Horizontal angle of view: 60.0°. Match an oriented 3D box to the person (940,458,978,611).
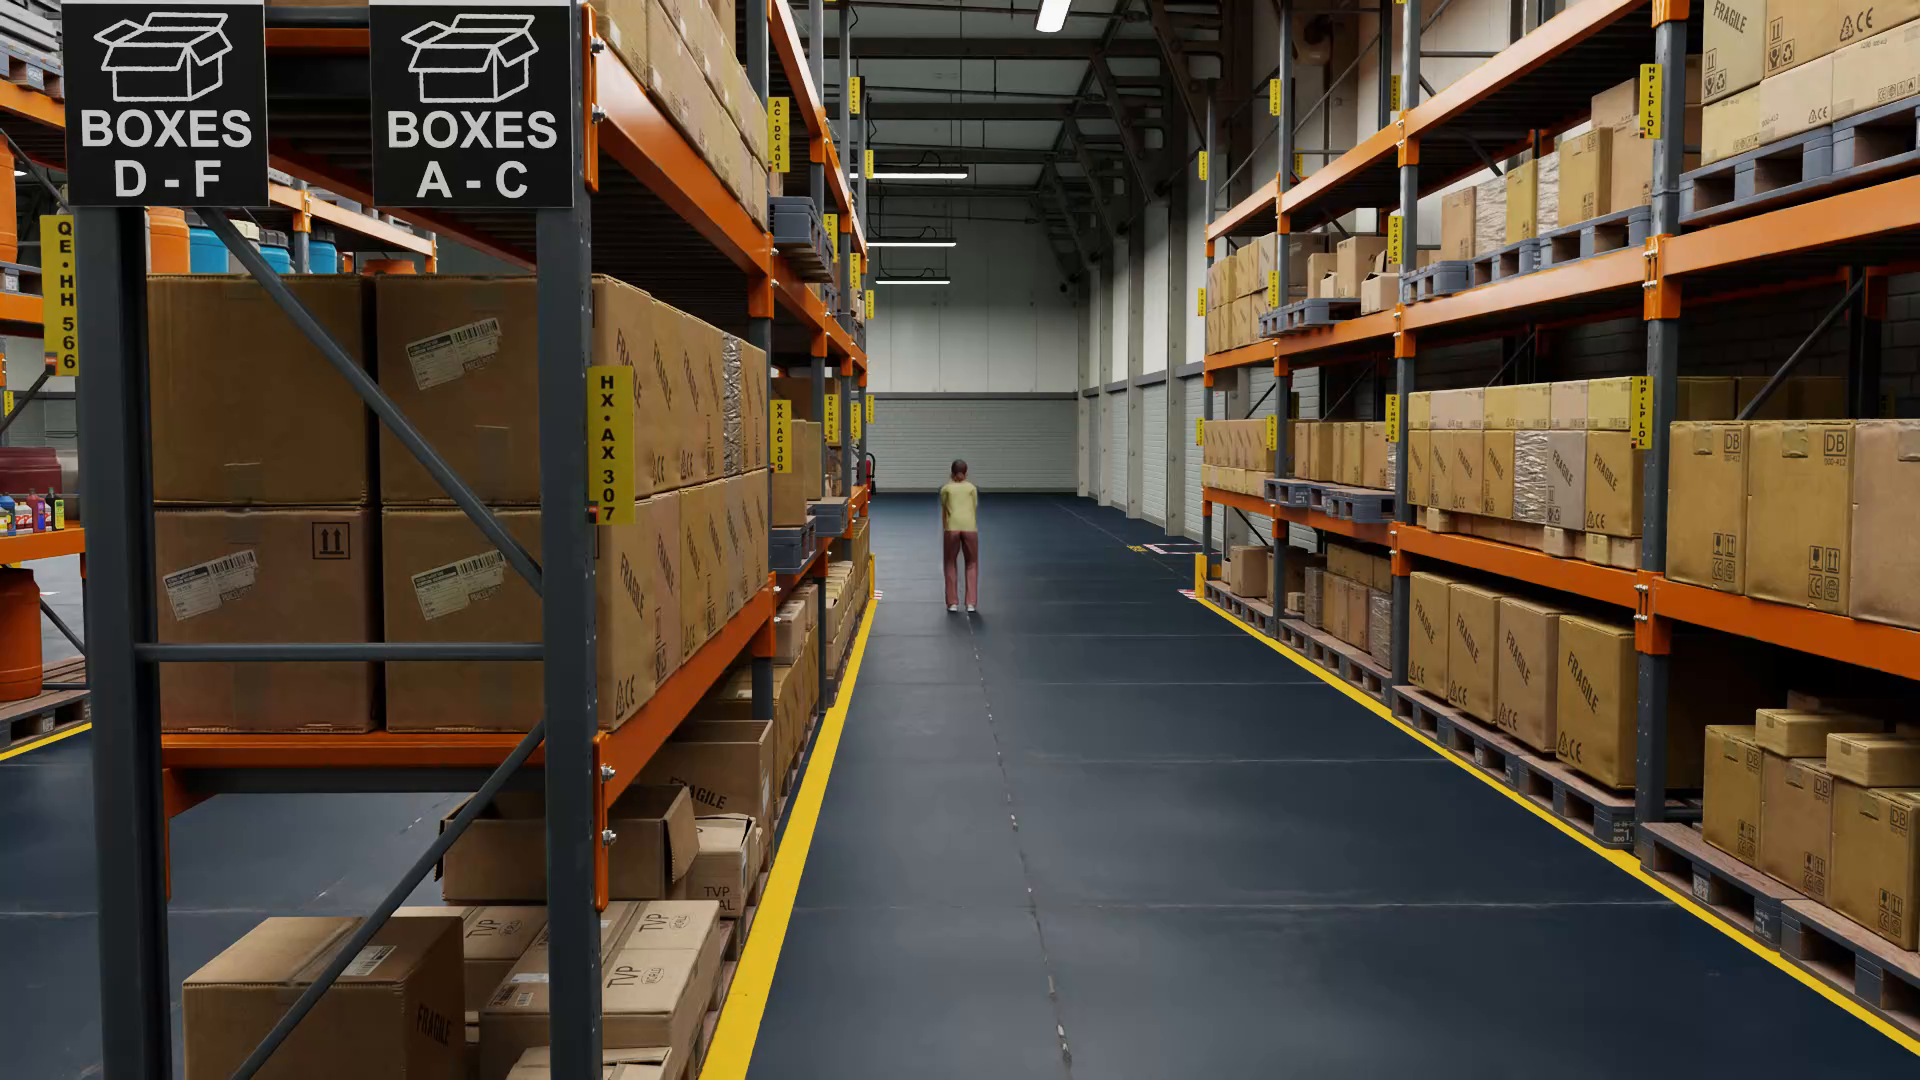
[{"bbox_3d":[-0.009,-0.058,18.023,0.409,1.654,0.521,0,4,-3],"label":"person"}]
